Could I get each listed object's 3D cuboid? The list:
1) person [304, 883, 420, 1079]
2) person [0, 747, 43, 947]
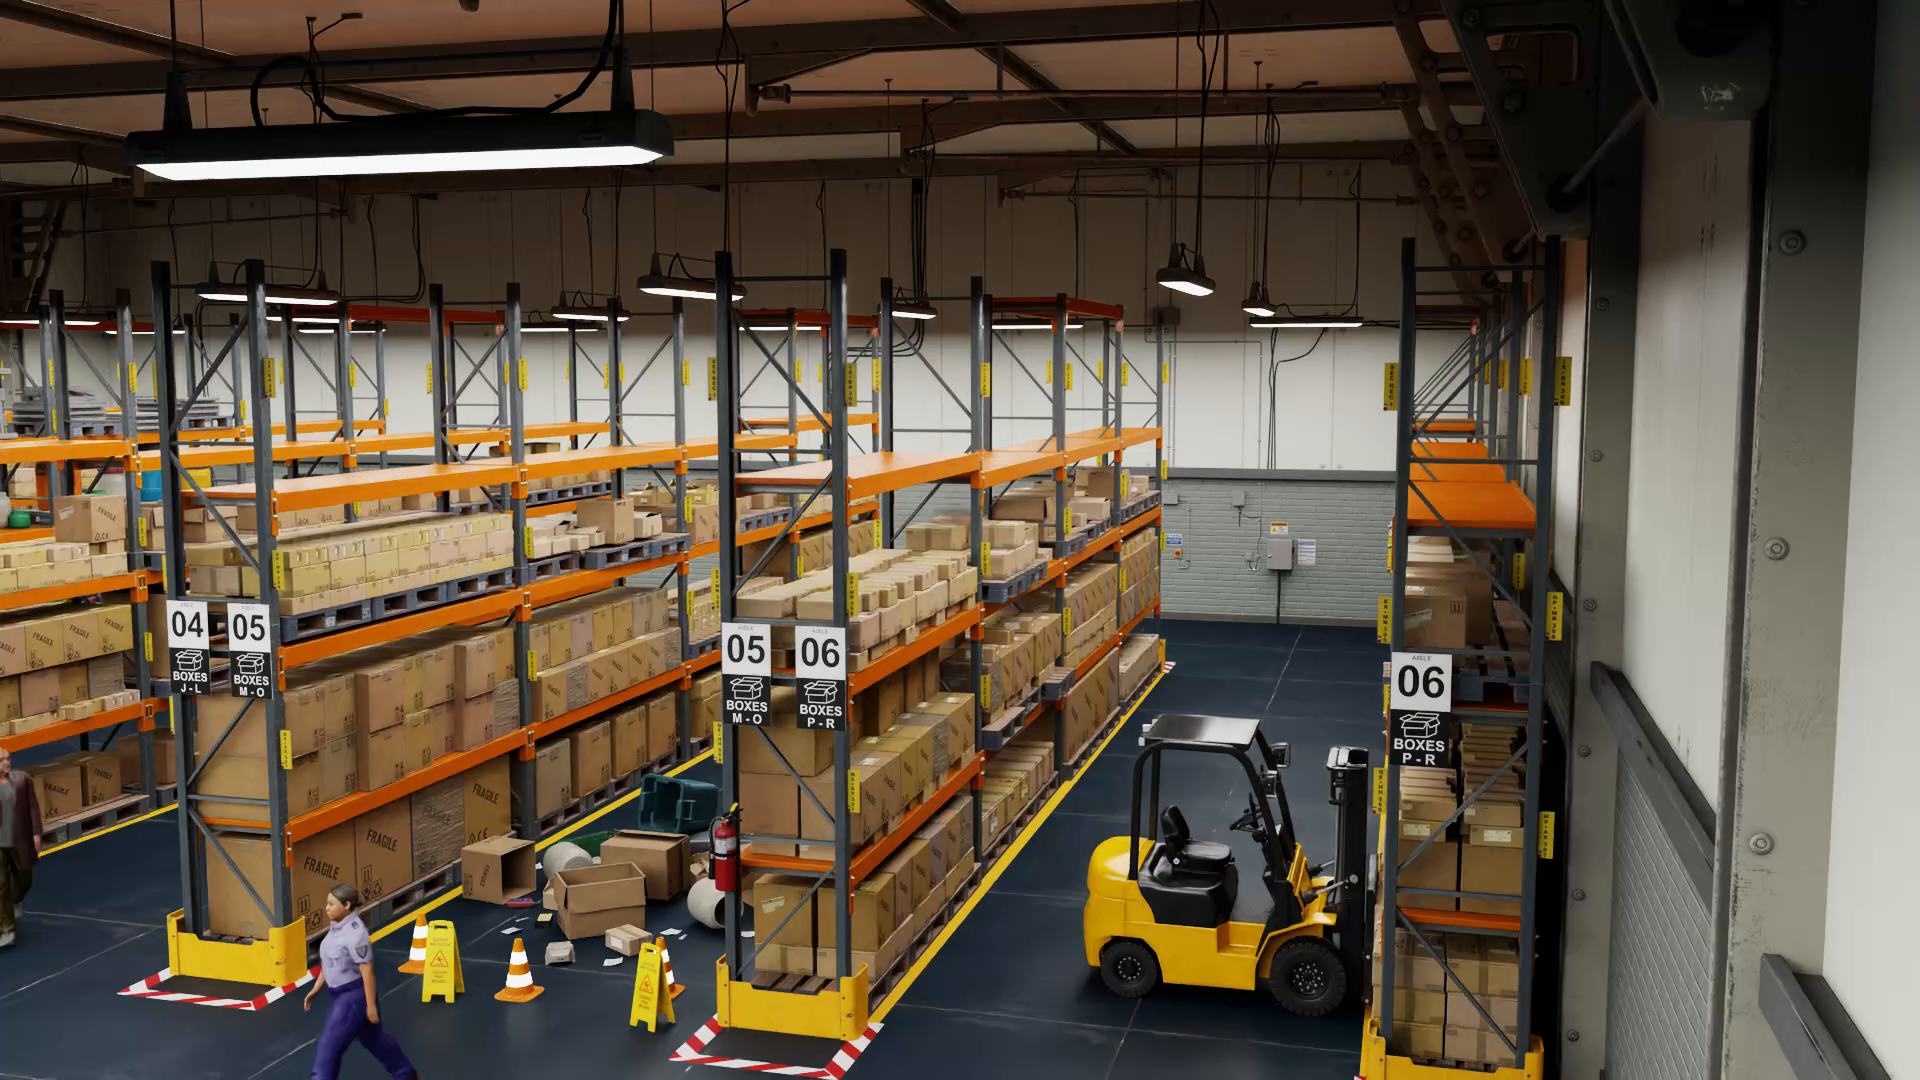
[{"bbox_3d":[-4.247,3.154,11.442,1.009,1.589,0.548,-3,7,-26],"label":"person"},{"bbox_3d":[-8.598,2.700,14.974,0.600,1.749,0.928,-4,7,-35],"label":"person"}]
